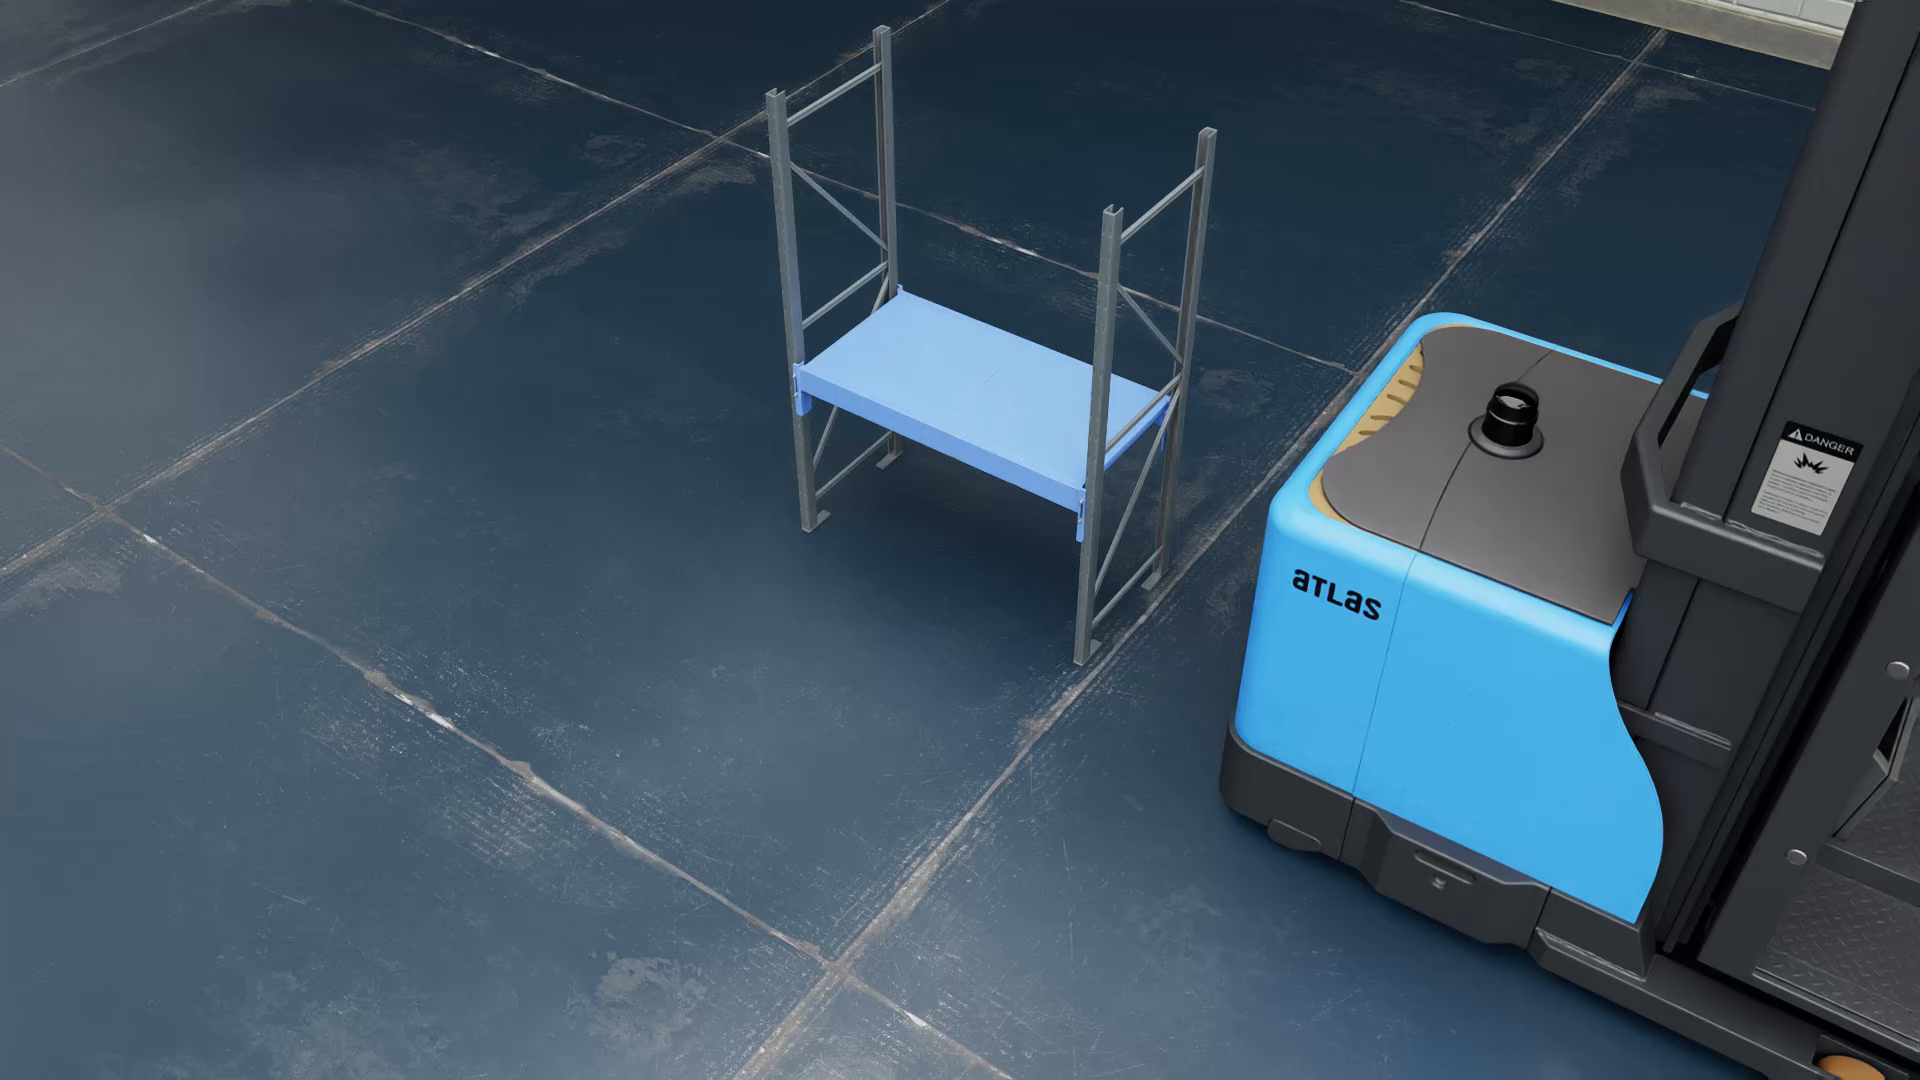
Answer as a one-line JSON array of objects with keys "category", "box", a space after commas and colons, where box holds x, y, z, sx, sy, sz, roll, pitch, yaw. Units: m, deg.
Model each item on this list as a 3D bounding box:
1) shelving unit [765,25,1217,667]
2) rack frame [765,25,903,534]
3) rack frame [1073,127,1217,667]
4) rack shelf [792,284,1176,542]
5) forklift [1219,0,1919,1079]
[{"category": "shelving unit", "box": [0.070, -0.526, 4.713, 1.048, 1.500, 0.538, 25, 48, 25]}, {"category": "rack frame", "box": [-0.346, -0.721, 4.931, 0.032, 1.500, 0.500, 25, 48, 25]}, {"category": "rack frame", "box": [0.486, -0.332, 4.496, 0.032, 1.500, 0.500, 25, 48, 25]}, {"category": "rack shelf", "box": [0.070, -0.392, 4.833, 1.000, 0.185, 0.538, 25, 48, 25]}, {"category": "forklift", "box": [2.201, -0.101, 3.165, 3.031, 2.935, 1.130, 24, 47, 24]}]
